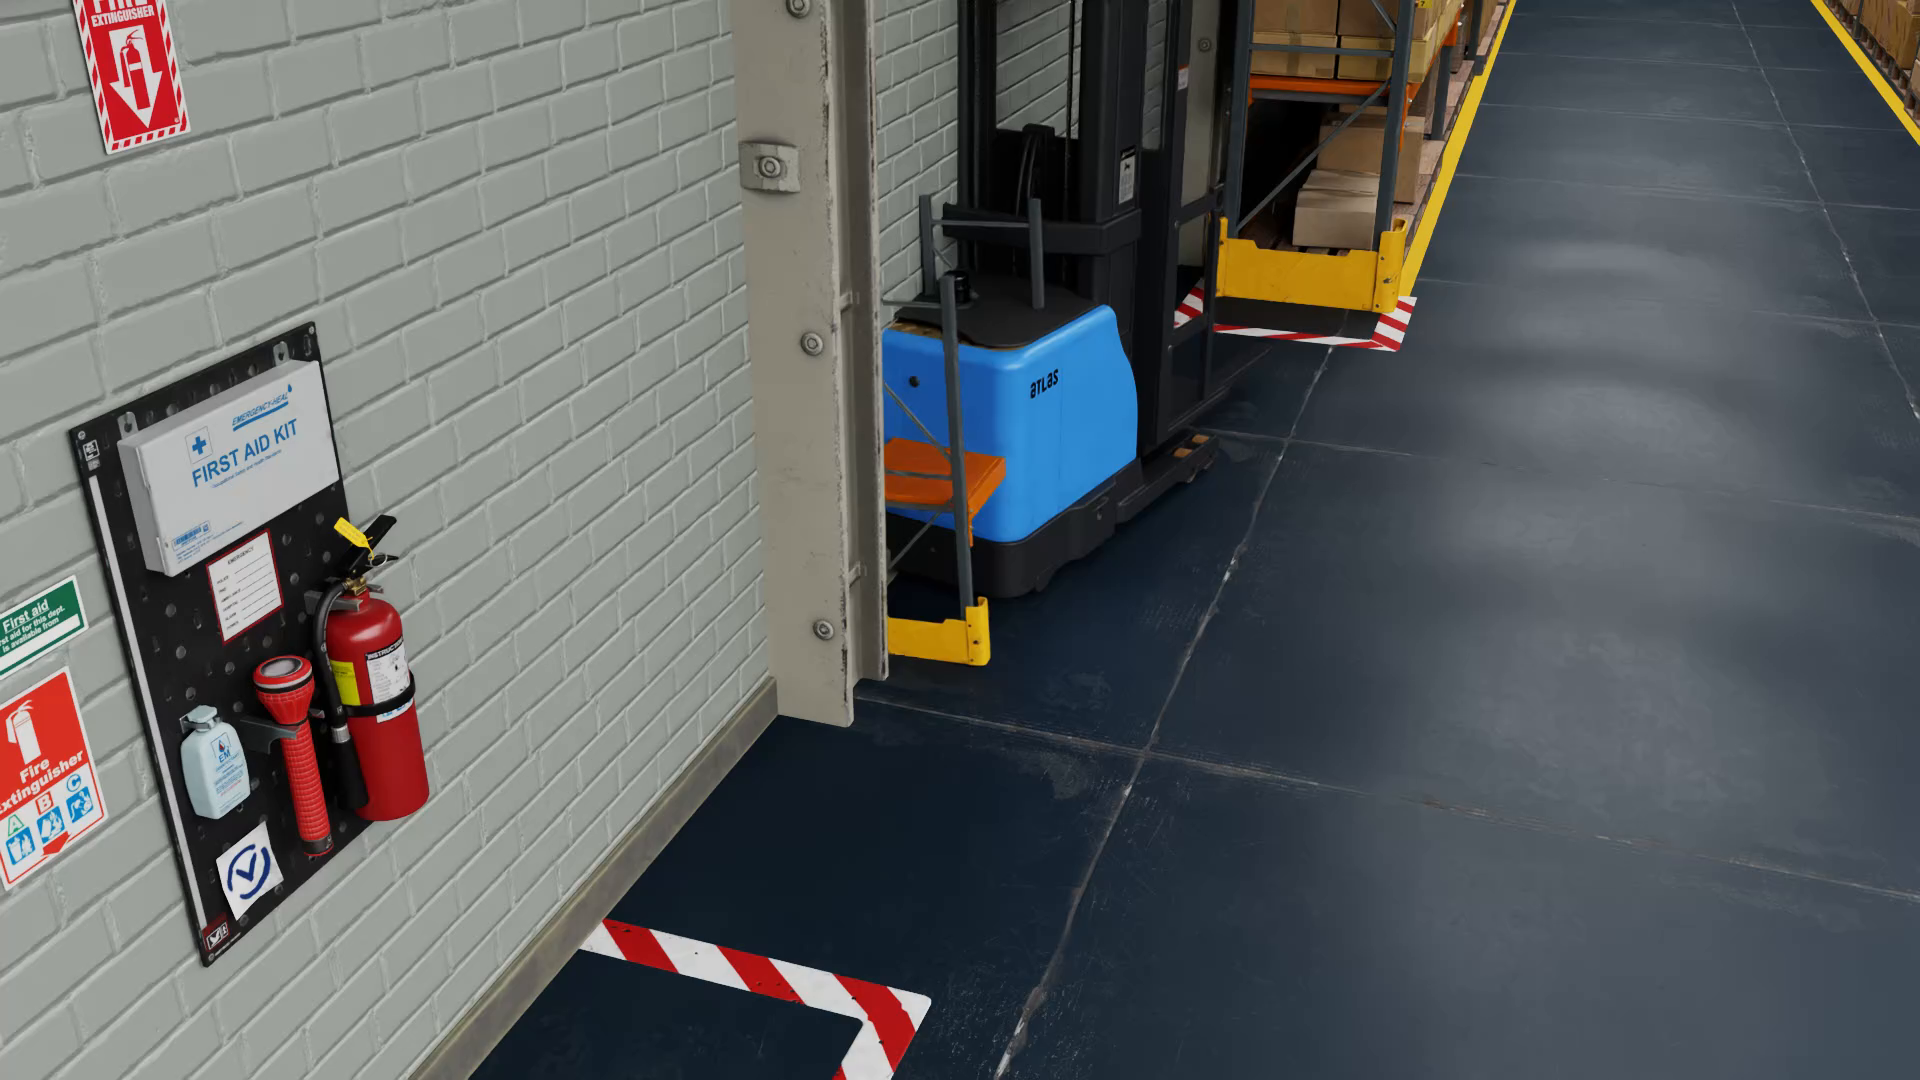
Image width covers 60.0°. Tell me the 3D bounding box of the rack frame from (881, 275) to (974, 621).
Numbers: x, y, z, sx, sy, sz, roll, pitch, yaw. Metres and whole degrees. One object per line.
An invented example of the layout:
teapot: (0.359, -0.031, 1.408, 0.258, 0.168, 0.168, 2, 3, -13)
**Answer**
rack frame: (-0.218, -0.237, 6.012, 0.500, 1.500, 0.032, 6, 27, 19)

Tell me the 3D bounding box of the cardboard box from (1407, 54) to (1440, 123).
cardboard box: (3.665, -3.865, 14.154, 0.700, 0.500, 0.500, 10, 27, 19)

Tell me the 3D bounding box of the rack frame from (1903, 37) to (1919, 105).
rack frame: (9.439, -5.414, 14.990, 1.000, 3.000, 0.127, 9, 27, 17)

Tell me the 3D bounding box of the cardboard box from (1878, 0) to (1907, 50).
cardboard box: (9.870, -5.335, 17.189, 0.500, 0.500, 0.500, 8, 27, 15)

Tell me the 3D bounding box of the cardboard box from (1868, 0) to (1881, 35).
cardboard box: (10.212, -5.747, 18.040, 0.500, 0.500, 0.500, 9, 27, 18)

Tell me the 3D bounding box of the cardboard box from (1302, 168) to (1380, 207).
cardboard box: (2.609, -2.337, 11.215, 0.500, 0.311, 0.500, 11, 28, 22)

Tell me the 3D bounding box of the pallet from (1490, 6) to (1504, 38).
pallet: (5.912, -6.192, 19.796, 1.003, 0.211, 1.213, 9, 27, 17)

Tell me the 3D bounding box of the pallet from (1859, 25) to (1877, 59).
pallet: (10.535, -5.463, 18.291, 1.003, 0.211, 1.213, 9, 27, 17)

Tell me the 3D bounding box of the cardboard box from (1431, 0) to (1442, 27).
cardboard box: (2.720, -3.477, 10.277, 0.500, 0.500, 0.500, 9, 27, 18)

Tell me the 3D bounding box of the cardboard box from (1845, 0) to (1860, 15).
cardboard box: (10.692, -6.406, 19.402, 0.500, 0.500, 0.500, 9, 27, 17)

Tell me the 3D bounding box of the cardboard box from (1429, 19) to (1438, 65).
cardboard box: (2.725, -3.155, 10.473, 0.500, 0.250, 0.500, 8, 27, 16)

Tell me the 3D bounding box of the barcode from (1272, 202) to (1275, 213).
barcode: (2.048, -2.172, 10.864, 0.001, 0.075, 0.075, 9, 27, 17)

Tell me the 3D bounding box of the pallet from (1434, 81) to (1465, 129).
pallet: (4.097, -4.055, 15.383, 1.003, 0.211, 1.213, 9, 27, 17)

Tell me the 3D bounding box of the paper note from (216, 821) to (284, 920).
paper note: (-1.458, 0.678, 3.418, 0.016, 0.148, 0.142, 9, 27, 17)

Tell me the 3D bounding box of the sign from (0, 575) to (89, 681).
sign: (-1.605, 0.176, 2.795, 0.001, 0.109, 0.331, 9, 27, 17)

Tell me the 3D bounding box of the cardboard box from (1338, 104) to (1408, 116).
cardboard box: (3.128, -3.128, 12.631, 0.500, 0.500, 0.500, 7, 27, 14)

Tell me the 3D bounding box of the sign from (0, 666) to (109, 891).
sign: (-1.615, 0.415, 2.909, 0.001, 0.329, 0.234, 9, 27, 17)

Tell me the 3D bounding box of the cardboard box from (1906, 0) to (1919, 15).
cardboard box: (9.544, -5.267, 16.189, 0.500, 0.250, 0.500, 10, 28, 19)

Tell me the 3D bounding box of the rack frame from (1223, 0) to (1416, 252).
rack frame: (2.104, -2.843, 9.681, 1.000, 3.000, 0.127, 9, 27, 17)

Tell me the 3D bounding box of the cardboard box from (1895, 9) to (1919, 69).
cardboard box: (9.529, -4.905, 16.303, 0.500, 0.500, 0.500, 10, 28, 19)

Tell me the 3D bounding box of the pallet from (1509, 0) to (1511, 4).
pallet: (6.829, -7.324, 22.134, 1.003, 0.211, 1.213, 9, 27, 17)

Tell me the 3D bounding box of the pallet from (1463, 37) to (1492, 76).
pallet: (5.100, -5.189, 17.725, 1.003, 0.211, 1.213, 9, 27, 17)

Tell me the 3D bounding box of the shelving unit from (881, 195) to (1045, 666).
shelving unit: (-0.047, -0.459, 6.447, 0.587, 1.500, 1.083, 6, 27, 19)

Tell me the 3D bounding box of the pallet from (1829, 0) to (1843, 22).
pallet: (11.404, -6.588, 20.614, 1.003, 0.211, 1.213, 9, 27, 17)

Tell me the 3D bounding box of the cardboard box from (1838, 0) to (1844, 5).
cardboard box: (10.942, -6.629, 20.080, 0.500, 0.311, 0.500, 9, 27, 17)

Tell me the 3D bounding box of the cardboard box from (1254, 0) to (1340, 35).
cardboard box: (2.061, -3.347, 10.009, 0.500, 0.500, 0.500, 8, 27, 17)

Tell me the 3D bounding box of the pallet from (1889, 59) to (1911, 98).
pallet: (9.723, -4.460, 16.220, 1.003, 0.211, 1.213, 9, 27, 17)

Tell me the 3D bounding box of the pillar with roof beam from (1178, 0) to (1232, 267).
pillar with roof beam: (5.581, -5.332, 7.937, 9.100, 9.000, 0.400, 9, 27, 17)

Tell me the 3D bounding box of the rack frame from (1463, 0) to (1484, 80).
rack frame: (4.766, -6.131, 16.471, 1.000, 3.000, 0.127, 9, 27, 17)

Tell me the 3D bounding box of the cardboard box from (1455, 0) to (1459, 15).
cardboard box: (3.390, -3.986, 12.191, 0.500, 0.250, 0.500, 9, 27, 18)

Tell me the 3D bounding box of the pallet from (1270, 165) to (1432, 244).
pallet: (2.841, -2.448, 12.064, 1.003, 0.211, 1.213, 9, 27, 17)

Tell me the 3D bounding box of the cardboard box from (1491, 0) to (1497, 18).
cardboard box: (5.711, -6.345, 18.897, 0.750, 0.750, 0.750, 10, 27, 19)

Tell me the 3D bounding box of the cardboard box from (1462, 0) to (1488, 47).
cardboard box: (5.135, -5.636, 17.432, 0.750, 0.750, 0.750, 8, 27, 17)

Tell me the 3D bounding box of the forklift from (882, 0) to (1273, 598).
forklift: (0.583, -1.684, 7.365, 1.130, 2.935, 3.031, 15, 30, 29)

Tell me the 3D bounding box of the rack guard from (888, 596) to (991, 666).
rack guard: (-0.176, 0.316, 6.300, 0.587, 0.250, 0.087, 6, 27, 19)

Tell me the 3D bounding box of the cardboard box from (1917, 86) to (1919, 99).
cardboard box: (8.821, -3.986, 14.714, 0.500, 0.250, 0.500, 8, 27, 16)

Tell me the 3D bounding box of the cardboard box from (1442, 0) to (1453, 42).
cardboard box: (3.071, -3.571, 11.332, 0.500, 0.250, 0.500, 9, 27, 18)

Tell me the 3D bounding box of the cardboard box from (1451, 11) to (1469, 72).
cardboard box: (4.576, -4.900, 16.293, 0.700, 0.500, 0.500, 9, 27, 18)

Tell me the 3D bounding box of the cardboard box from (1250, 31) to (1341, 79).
cardboard box: (2.077, -3.005, 10.164, 0.500, 0.250, 0.500, 9, 27, 18)

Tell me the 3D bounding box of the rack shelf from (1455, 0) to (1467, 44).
rack shelf: (4.101, -4.985, 14.930, 1.077, 0.370, 4.000, 9, 27, 17)

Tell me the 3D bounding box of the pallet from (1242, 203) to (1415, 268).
pallet: (2.433, -1.948, 11.032, 1.003, 0.211, 1.213, 9, 27, 17)
